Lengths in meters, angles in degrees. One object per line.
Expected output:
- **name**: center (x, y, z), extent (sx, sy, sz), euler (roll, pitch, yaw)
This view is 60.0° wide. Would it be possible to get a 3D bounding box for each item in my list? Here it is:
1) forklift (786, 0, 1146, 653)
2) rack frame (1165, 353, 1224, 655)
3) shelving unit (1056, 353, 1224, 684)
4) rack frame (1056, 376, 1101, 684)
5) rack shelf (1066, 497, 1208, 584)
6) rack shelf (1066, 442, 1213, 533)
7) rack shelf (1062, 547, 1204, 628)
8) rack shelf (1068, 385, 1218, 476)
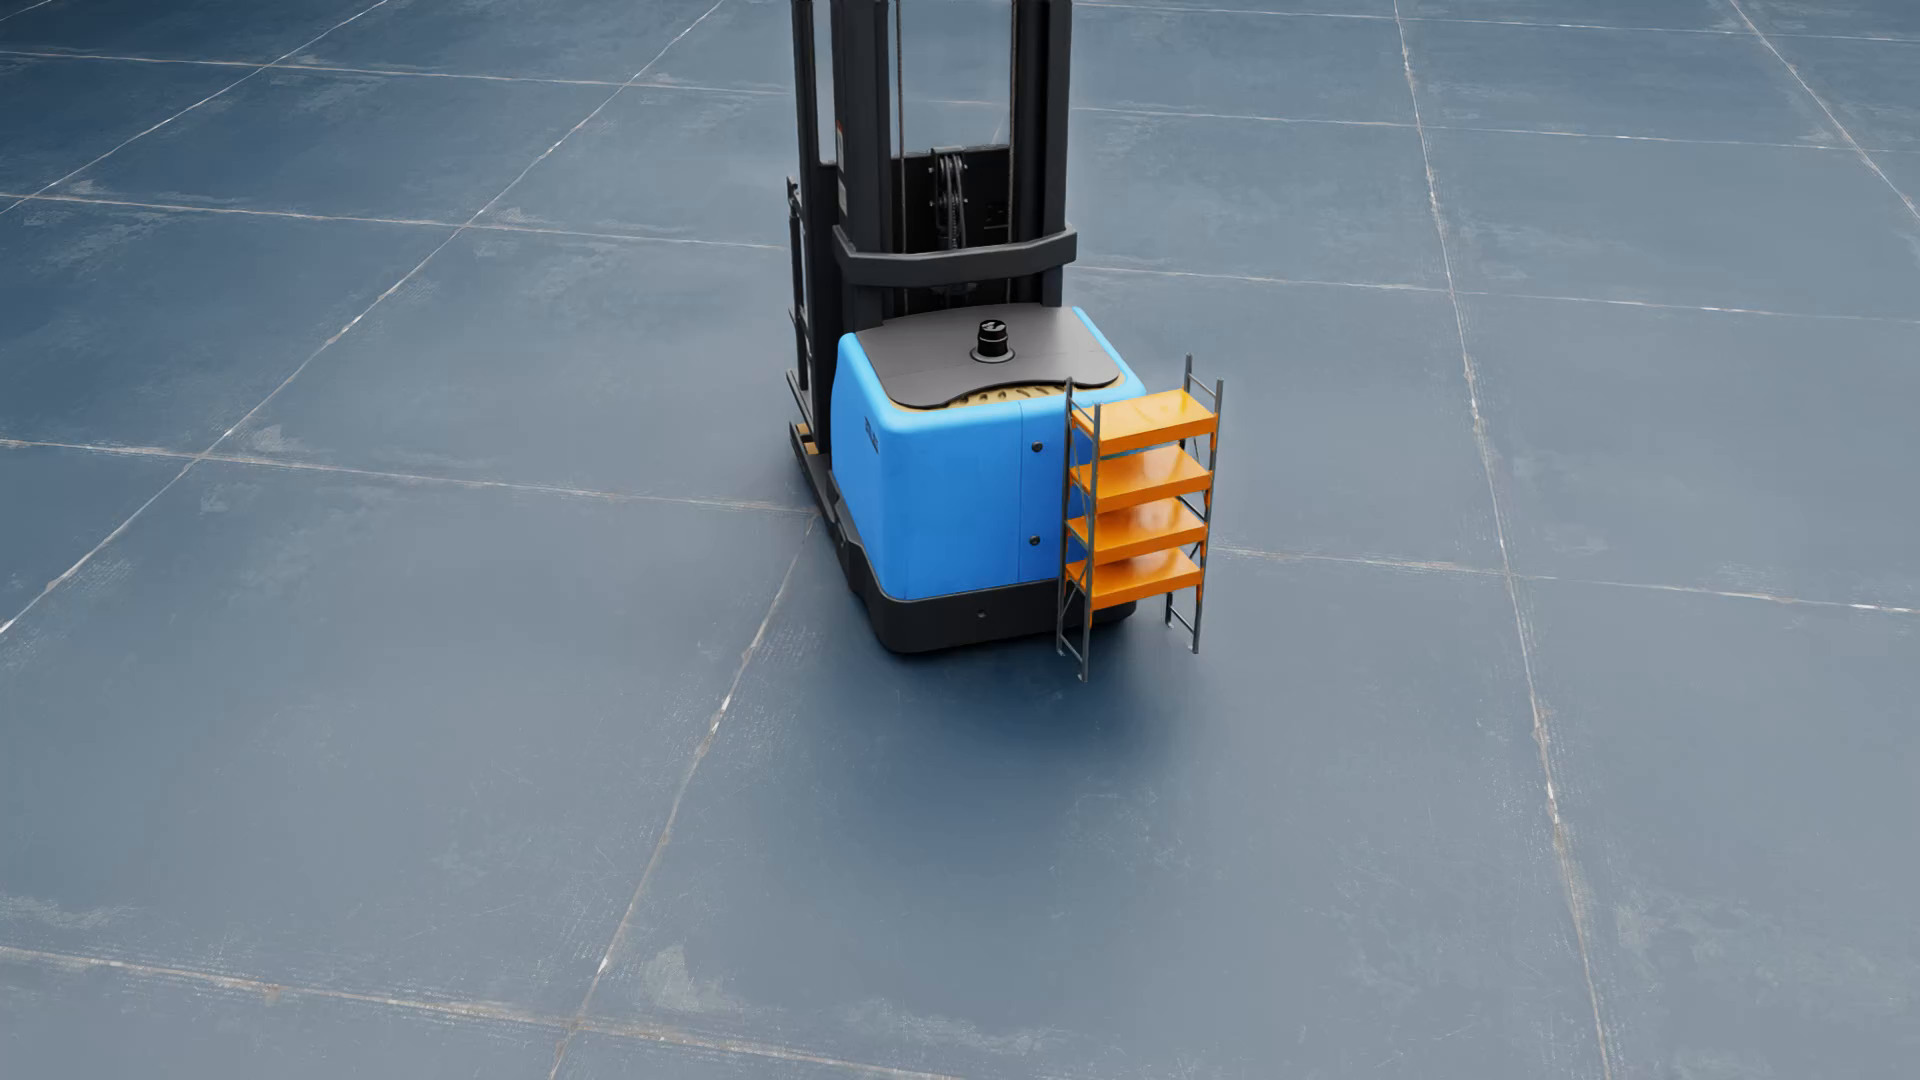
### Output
- **forklift**: center (-0.175, -1.579, 7.010), extent (1.130, 2.935, 3.031), euler (-8, 33, -13)
- **rack frame**: center (0.882, -0.118, 6.307), extent (0.015, 1.200, 0.240), euler (-13, 34, -20)
- **shelving unit**: center (0.657, -0.067, 6.225), extent (0.503, 1.200, 0.258), euler (-13, 34, -20)
- **rack frame**: center (0.433, -0.016, 6.144), extent (0.015, 1.200, 0.240), euler (-13, 34, -20)
- **rack shelf**: center (0.657, -0.010, 6.261), extent (0.480, 0.148, 0.258), euler (-13, 34, -20)
- **rack shelf**: center (0.657, -0.199, 6.142), extent (0.480, 0.148, 0.258), euler (-13, 34, -20)
- **rack shelf**: center (0.657, 0.158, 6.367), extent (0.480, 0.148, 0.258), euler (-13, 34, -20)
- **rack shelf**: center (0.658, -0.400, 6.017), extent (0.480, 0.148, 0.258), euler (-13, 34, -20)
